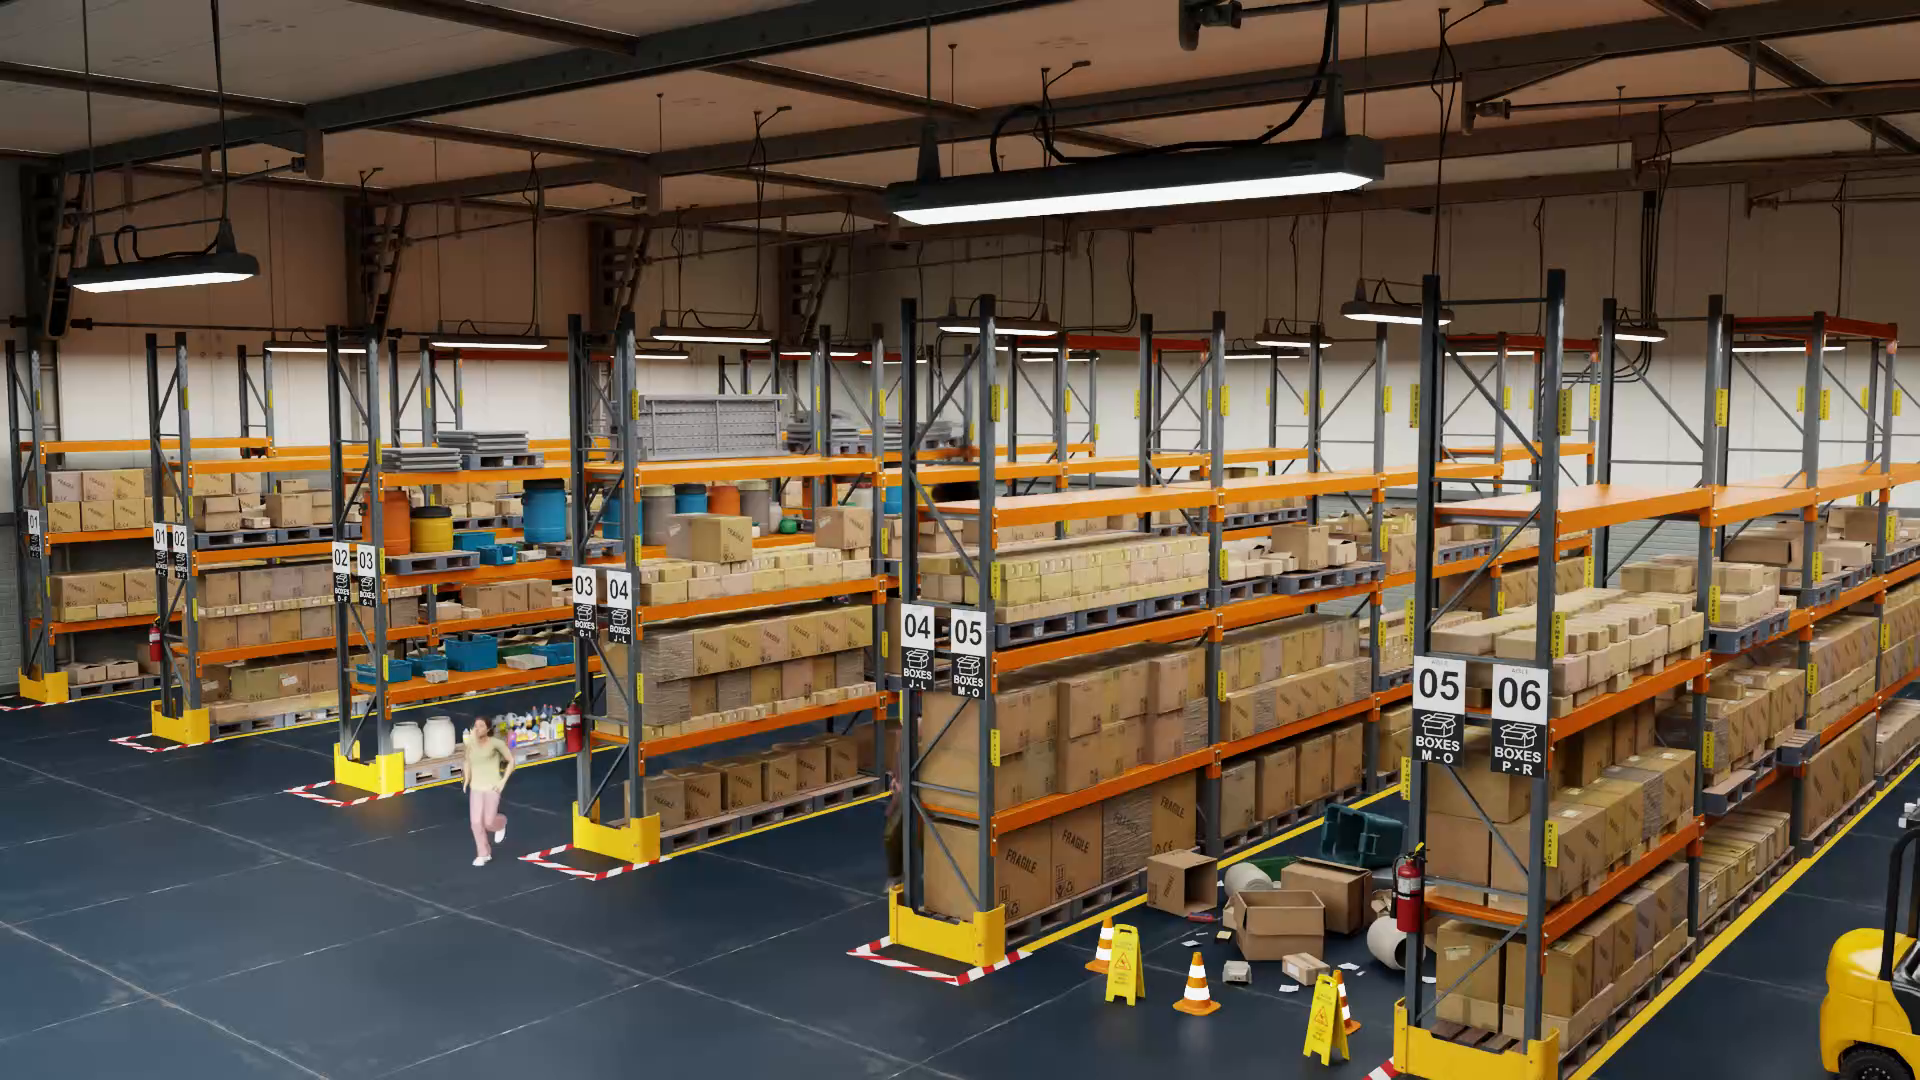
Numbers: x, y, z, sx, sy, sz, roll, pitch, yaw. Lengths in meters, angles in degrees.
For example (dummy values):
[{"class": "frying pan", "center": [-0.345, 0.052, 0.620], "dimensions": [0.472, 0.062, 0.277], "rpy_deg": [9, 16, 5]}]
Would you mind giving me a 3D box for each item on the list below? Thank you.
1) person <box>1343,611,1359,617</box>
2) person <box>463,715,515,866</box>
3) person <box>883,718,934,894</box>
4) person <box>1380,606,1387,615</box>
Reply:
[{"class": "person", "center": [5.998, 1.979, 25.730], "dimensions": [0.640, 1.760, 0.645], "rpy_deg": [4, 7, 41]}, {"class": "person", "center": [-5.156, 2.715, 18.283], "dimensions": [0.583, 1.640, 0.620], "rpy_deg": [1, 5, 11]}, {"class": "person", "center": [-0.489, 2.748, 17.288], "dimensions": [0.734, 1.846, 0.785], "rpy_deg": [4, 6, 36]}, {"class": "person", "center": [6.764, 1.916, 26.588], "dimensions": [0.703, 1.745, 0.669], "rpy_deg": [5, 7, 44]}]
